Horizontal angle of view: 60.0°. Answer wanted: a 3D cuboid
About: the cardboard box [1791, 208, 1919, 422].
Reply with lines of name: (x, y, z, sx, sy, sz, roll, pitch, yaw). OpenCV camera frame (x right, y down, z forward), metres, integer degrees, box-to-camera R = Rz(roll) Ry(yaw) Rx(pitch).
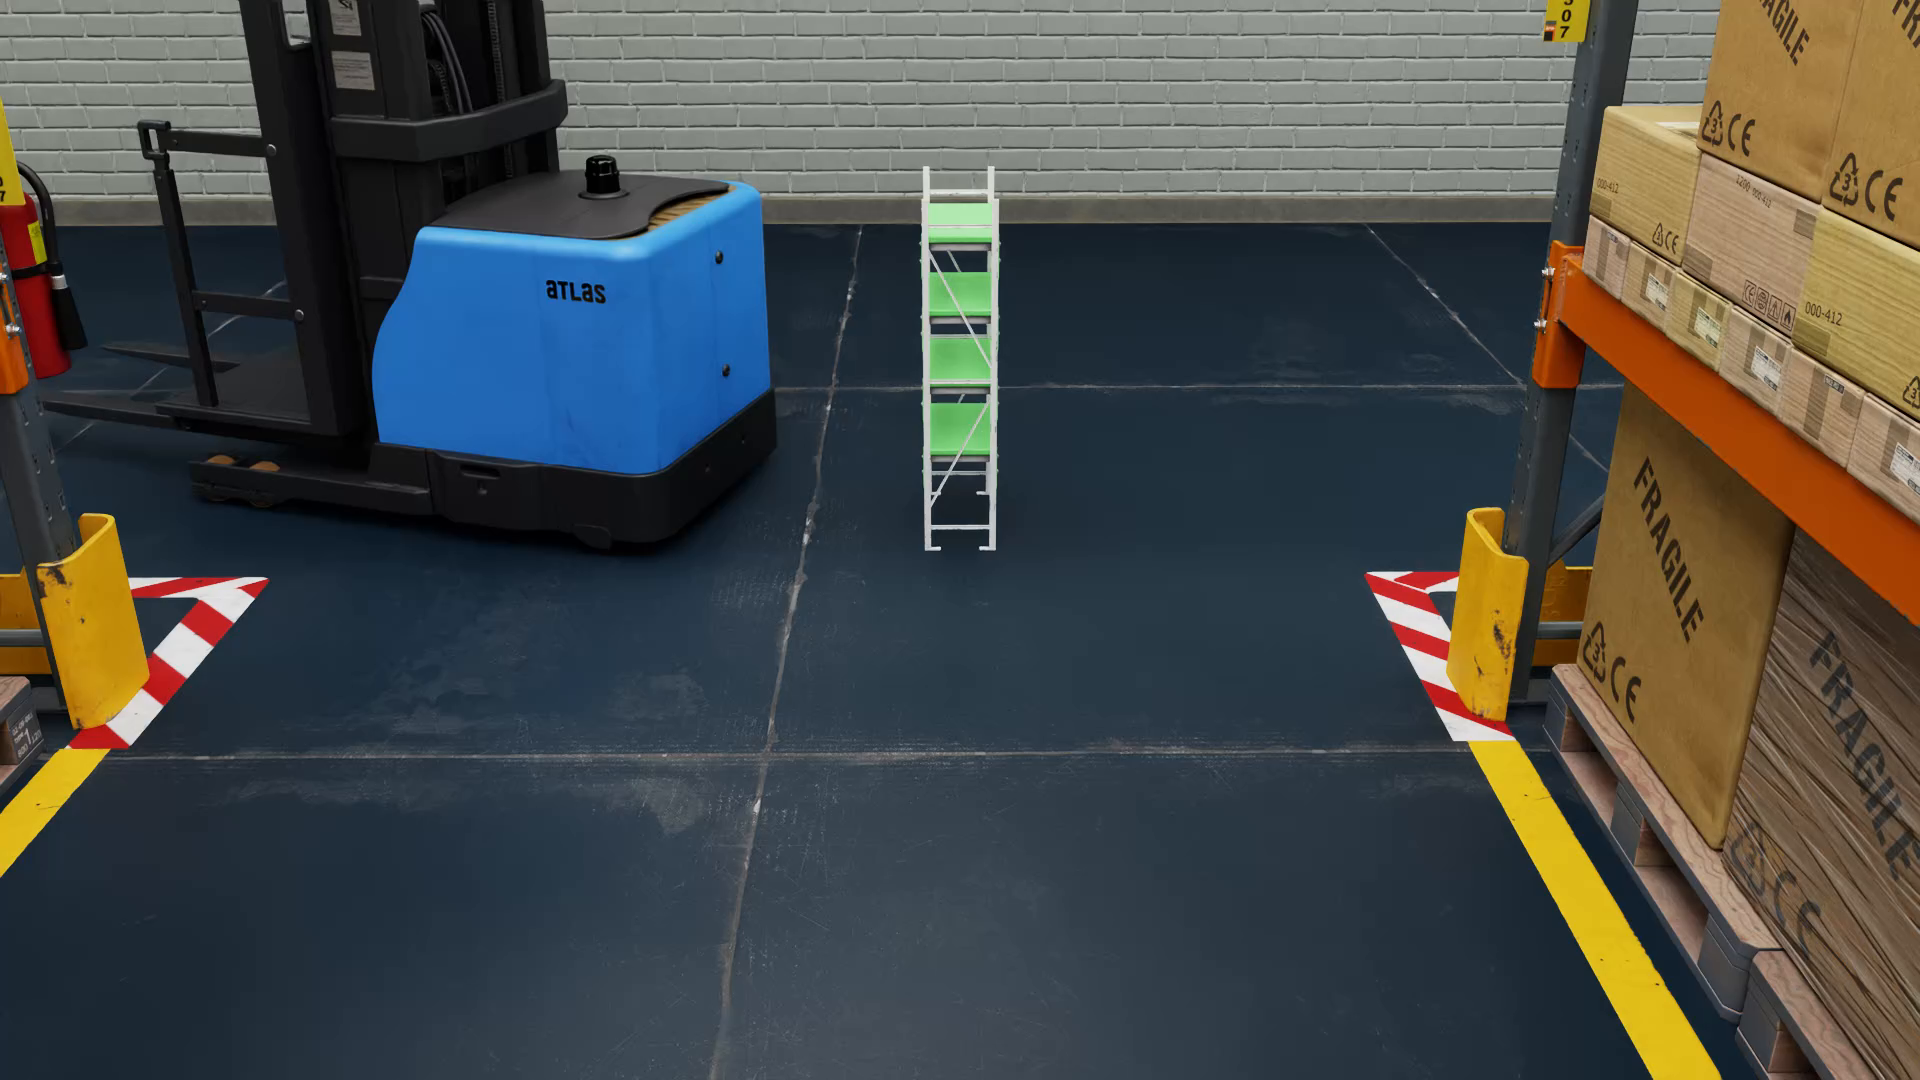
cardboard box: (1.765, -0.371, 2.752, 0.500, 0.250, 0.500, -1, 24, -2)

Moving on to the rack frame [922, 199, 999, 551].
rack frame: (0.001, -0.514, 5.431, 0.240, 1.200, 0.015, 0, 24, -1)

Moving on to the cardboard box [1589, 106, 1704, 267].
cardboard box: (1.751, -0.793, 3.684, 0.500, 0.250, 0.500, -1, 24, -2)

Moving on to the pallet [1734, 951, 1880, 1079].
pallet: (2.113, 1.177, 2.892, 1.003, 0.211, 1.213, 0, 24, -1)

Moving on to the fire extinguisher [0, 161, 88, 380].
fire extinguisher: (-2.484, -0.761, 4.340, 0.296, 0.674, 0.183, 0, 24, -1)

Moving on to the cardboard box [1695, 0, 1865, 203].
cardboard box: (1.756, -0.928, 3.074, 0.500, 0.500, 0.500, -1, 24, -2)

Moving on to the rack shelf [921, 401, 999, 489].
rack shelf: (-0.002, -0.338, 5.779, 0.258, 0.148, 0.480, 0, 24, -1)

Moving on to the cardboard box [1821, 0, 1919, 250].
cardboard box: (1.768, -0.715, 2.602, 0.500, 0.500, 0.500, -1, 24, -2)

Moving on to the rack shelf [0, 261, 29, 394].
rack shelf: (-2.915, 0.250, 2.431, 1.077, 0.370, 4.000, 0, 24, -1)

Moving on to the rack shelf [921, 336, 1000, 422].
rack shelf: (-0.002, -0.557, 5.680, 0.258, 0.148, 0.480, 0, 24, -1)

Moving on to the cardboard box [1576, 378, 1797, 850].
cardboard box: (2.103, 0.116, 3.923, 0.875, 0.875, 0.875, 0, 24, -1)

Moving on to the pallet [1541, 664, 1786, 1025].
pallet: (2.103, 0.675, 4.001, 1.003, 0.211, 1.213, 0, 24, -1)

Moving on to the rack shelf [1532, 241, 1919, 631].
rack shelf: (2.038, 0.227, 2.480, 1.077, 0.370, 4.000, 0, 24, -1)

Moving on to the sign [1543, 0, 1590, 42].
sign: (1.461, -1.355, 3.959, 0.100, 0.325, 0.005, 0, 24, -1)

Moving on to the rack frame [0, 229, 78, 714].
rack frame: (-2.937, -0.902, 4.105, 1.000, 3.000, 0.127, 0, 24, -1)

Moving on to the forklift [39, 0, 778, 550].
forklift: (-2.275, -1.647, 5.835, 3.031, 2.935, 1.130, 8, 25, 16)

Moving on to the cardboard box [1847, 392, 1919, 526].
cardboard box: (1.706, -0.132, 2.708, 0.380, 0.149, 0.250, -1, 24, -1)

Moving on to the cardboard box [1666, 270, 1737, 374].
cardboard box: (1.697, -0.451, 3.412, 0.380, 0.149, 0.250, -1, 24, -2)

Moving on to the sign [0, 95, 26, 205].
sign: (-2.387, -0.986, 4.091, 0.100, 0.325, 0.005, 0, 24, -1)

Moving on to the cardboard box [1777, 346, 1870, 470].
cardboard box: (1.703, -0.239, 2.943, 0.380, 0.149, 0.250, -1, 24, -2)

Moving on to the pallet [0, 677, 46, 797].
pallet: (-2.967, 0.708, 3.928, 1.003, 0.211, 1.213, 0, 24, -1)

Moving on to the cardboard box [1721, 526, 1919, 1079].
cardboard box: (2.113, 0.491, 3.094, 0.875, 0.875, 0.875, 0, 24, -1)

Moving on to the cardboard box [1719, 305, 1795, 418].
cardboard box: (1.701, -0.344, 3.174, 0.380, 0.149, 0.250, -1, 24, -1)

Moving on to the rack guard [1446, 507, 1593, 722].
rack guard: (2.015, 0.205, 4.691, 1.175, 0.500, 0.348, 0, 24, -1)

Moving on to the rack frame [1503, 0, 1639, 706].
rack frame: (2.016, -0.924, 4.154, 1.000, 3.000, 0.127, 0, 24, -1)

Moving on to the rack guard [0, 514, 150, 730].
rack guard: (-2.950, 0.227, 4.642, 1.175, 0.500, 0.348, 0, 24, -1)

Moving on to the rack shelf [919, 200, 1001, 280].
rack shelf: (-0.002, -0.994, 5.482, 0.258, 0.148, 0.480, 0, 24, -1)

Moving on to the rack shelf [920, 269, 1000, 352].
rack shelf: (-0.002, -0.775, 5.581, 0.258, 0.148, 0.480, 0, 24, -1)

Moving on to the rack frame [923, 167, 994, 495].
rack frame: (-0.004, -0.715, 5.876, 0.240, 1.200, 0.015, 0, 24, -1)

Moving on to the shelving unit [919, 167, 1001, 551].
shelving unit: (-0.002, -0.615, 5.654, 0.258, 1.200, 0.503, 0, 24, -1)

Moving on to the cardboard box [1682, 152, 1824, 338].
cardboard box: (1.763, -0.578, 3.210, 0.500, 0.250, 0.500, -1, 24, -1)

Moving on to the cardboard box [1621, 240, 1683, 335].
cardboard box: (1.694, -0.557, 3.645, 0.380, 0.149, 0.250, -1, 24, -1)

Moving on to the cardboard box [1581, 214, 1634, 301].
cardboard box: (1.690, -0.662, 3.879, 0.380, 0.149, 0.250, 0, 24, 0)
